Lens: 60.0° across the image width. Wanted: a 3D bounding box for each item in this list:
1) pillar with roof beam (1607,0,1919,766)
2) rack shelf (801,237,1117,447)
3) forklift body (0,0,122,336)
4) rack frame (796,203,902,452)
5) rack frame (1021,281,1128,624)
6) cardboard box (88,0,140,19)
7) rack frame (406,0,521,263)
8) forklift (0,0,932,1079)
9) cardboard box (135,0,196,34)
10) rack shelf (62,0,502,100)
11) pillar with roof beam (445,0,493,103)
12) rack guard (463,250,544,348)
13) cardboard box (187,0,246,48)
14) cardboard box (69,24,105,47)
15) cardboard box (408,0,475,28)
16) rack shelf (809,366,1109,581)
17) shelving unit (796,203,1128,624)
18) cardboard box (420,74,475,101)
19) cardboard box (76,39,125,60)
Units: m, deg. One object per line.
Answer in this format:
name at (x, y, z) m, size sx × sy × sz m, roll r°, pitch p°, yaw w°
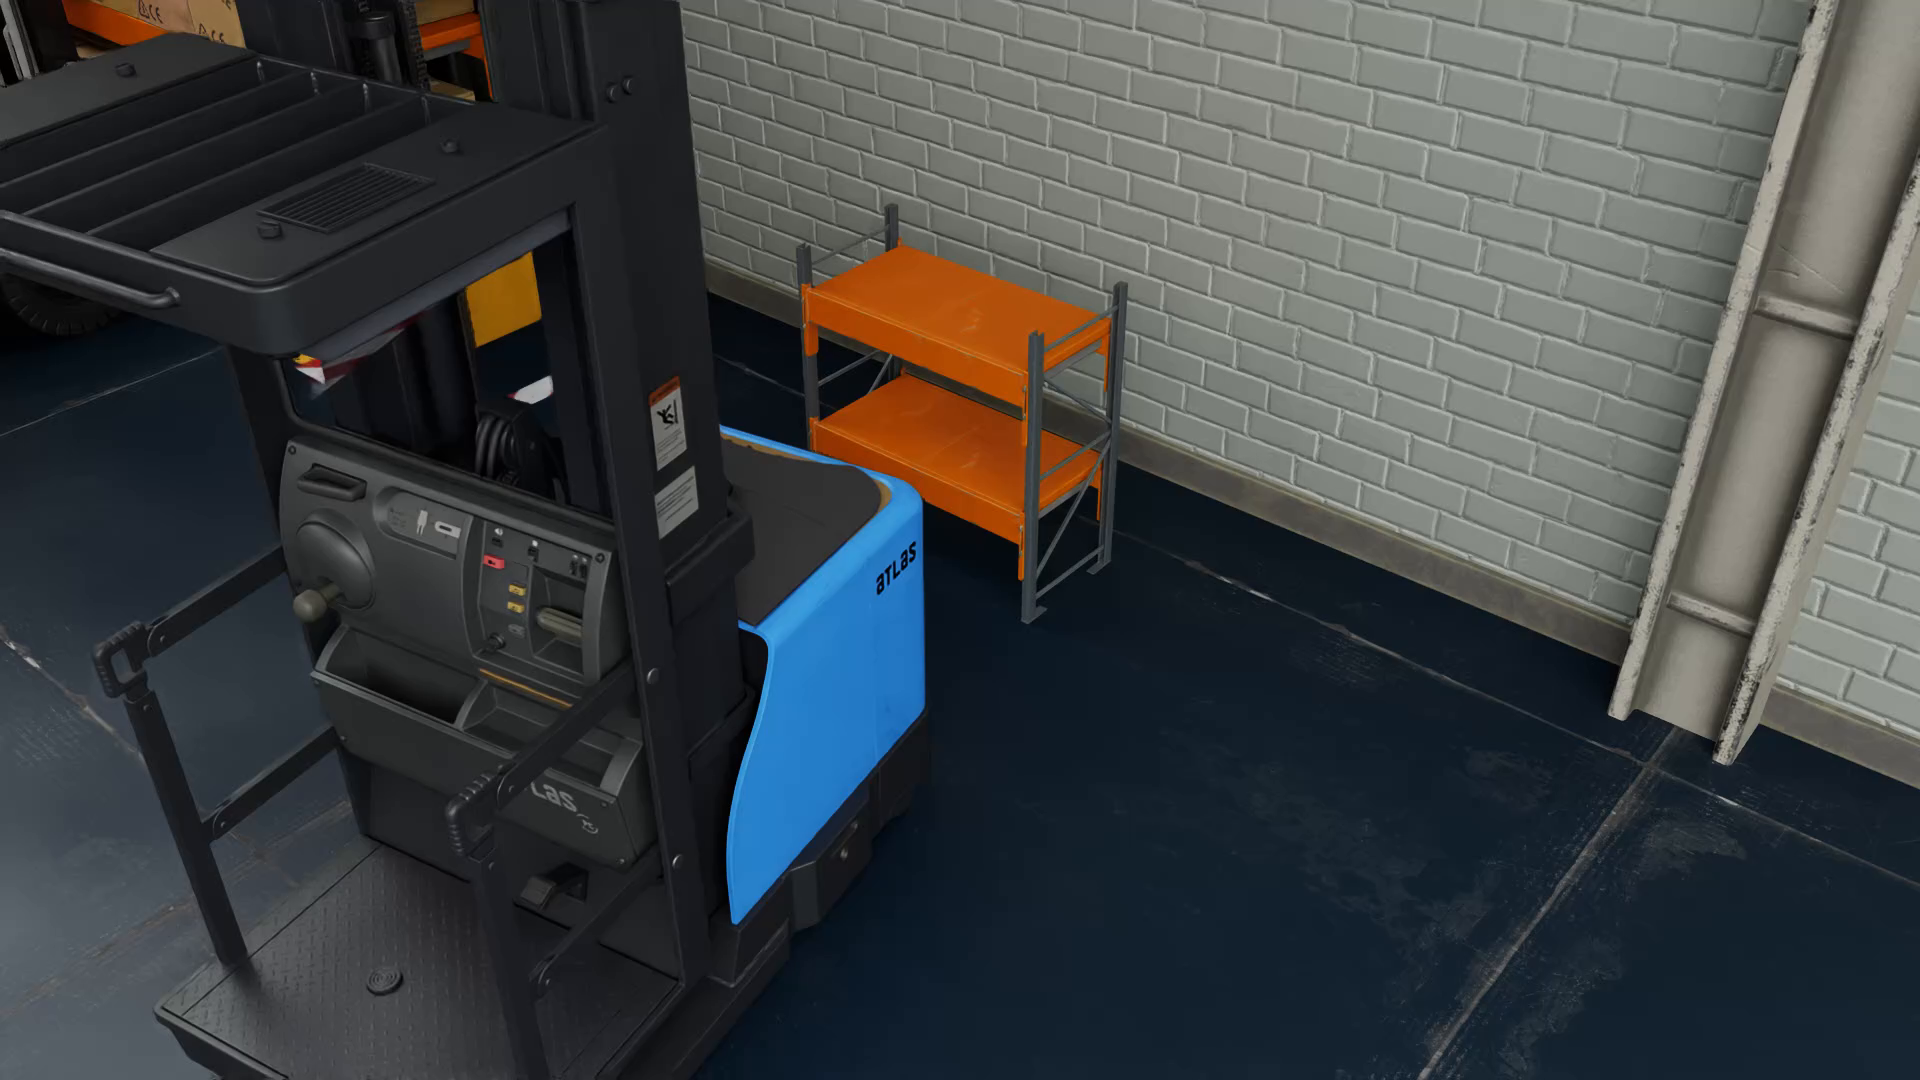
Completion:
pillar with roof beam at (-0.395, -1.265, 0.143) m, size 0.400 × 9.000 × 9.100 m, roll 25°, pitch 42°, yaw 32°
rack shelf at (-0.005, -0.707, 5.769) m, size 1.000 × 0.278 × 0.538 m, roll 25°, pitch 42°, yaw 32°
forklift body at (-4.918, -1.737, 6.879) m, size 1.214 × 2.155 × 2.313 m, roll 25°, pitch 42°, yaw 32°
rack frame at (-0.396, -0.650, 6.203) m, size 0.032 × 1.125 × 0.500 m, roll 25°, pitch 42°, yaw 32°
rack frame at (0.385, -0.282, 5.667) m, size 0.032 × 1.125 × 0.500 m, roll 25°, pitch 42°, yaw 32°
cardboard box at (-3.626, -2.676, 7.409) m, size 0.500 × 0.500 × 0.500 m, roll 24°, pitch 41°, yaw 31°
rack frame at (-2.293, -2.194, 6.795) m, size 0.127 × 3.000 × 1.000 m, roll 25°, pitch 42°, yaw 32°
forklift at (-1.238, 0.122, 3.484) m, size 1.130 × 2.935 × 3.031 m, roll 17°, pitch 38°, yaw 23°
cardboard box at (-3.232, -2.491, 7.139) m, size 0.500 × 0.500 × 0.500 m, roll 27°, pitch 43°, yaw 33°
rack shelf at (-3.830, -2.621, 8.053) m, size 4.000 × 0.370 × 1.077 m, roll 25°, pitch 42°, yaw 32°
pillar with roof beam at (-5.006, -3.438, 3.307) m, size 0.400 × 9.000 × 9.100 m, roll 25°, pitch 42°, yaw 32°
rack guard at (-2.275, -1.155, 7.489) m, size 0.348 × 0.500 × 1.175 m, roll 25°, pitch 42°, yaw 32°
cardboard box at (-2.840, -2.299, 6.859) m, size 0.500 × 0.500 × 0.500 m, roll 24°, pitch 41°, yaw 31°
cardboard box at (-4.420, -2.418, 8.296) m, size 0.500 × 0.250 × 0.500 m, roll 27°, pitch 43°, yaw 33°
cardboard box at (-2.496, -2.535, 7.203) m, size 0.500 × 0.500 × 0.500 m, roll 27°, pitch 43°, yaw 33°
rack shelf at (-0.005, -0.265, 6.074) m, size 1.000 × 0.278 × 0.538 m, roll 25°, pitch 42°, yaw 32°
shelving unit at (-0.005, -0.466, 5.935) m, size 1.048 × 1.125 × 0.538 m, roll 25°, pitch 42°, yaw 32°
cardboard box at (-2.542, -1.902, 7.544) m, size 0.500 × 0.250 × 0.500 m, roll 25°, pitch 41°, yaw 31°
cardboard box at (-4.022, -2.224, 8.014) m, size 0.500 × 0.250 × 0.500 m, roll 24°, pitch 41°, yaw 31°
